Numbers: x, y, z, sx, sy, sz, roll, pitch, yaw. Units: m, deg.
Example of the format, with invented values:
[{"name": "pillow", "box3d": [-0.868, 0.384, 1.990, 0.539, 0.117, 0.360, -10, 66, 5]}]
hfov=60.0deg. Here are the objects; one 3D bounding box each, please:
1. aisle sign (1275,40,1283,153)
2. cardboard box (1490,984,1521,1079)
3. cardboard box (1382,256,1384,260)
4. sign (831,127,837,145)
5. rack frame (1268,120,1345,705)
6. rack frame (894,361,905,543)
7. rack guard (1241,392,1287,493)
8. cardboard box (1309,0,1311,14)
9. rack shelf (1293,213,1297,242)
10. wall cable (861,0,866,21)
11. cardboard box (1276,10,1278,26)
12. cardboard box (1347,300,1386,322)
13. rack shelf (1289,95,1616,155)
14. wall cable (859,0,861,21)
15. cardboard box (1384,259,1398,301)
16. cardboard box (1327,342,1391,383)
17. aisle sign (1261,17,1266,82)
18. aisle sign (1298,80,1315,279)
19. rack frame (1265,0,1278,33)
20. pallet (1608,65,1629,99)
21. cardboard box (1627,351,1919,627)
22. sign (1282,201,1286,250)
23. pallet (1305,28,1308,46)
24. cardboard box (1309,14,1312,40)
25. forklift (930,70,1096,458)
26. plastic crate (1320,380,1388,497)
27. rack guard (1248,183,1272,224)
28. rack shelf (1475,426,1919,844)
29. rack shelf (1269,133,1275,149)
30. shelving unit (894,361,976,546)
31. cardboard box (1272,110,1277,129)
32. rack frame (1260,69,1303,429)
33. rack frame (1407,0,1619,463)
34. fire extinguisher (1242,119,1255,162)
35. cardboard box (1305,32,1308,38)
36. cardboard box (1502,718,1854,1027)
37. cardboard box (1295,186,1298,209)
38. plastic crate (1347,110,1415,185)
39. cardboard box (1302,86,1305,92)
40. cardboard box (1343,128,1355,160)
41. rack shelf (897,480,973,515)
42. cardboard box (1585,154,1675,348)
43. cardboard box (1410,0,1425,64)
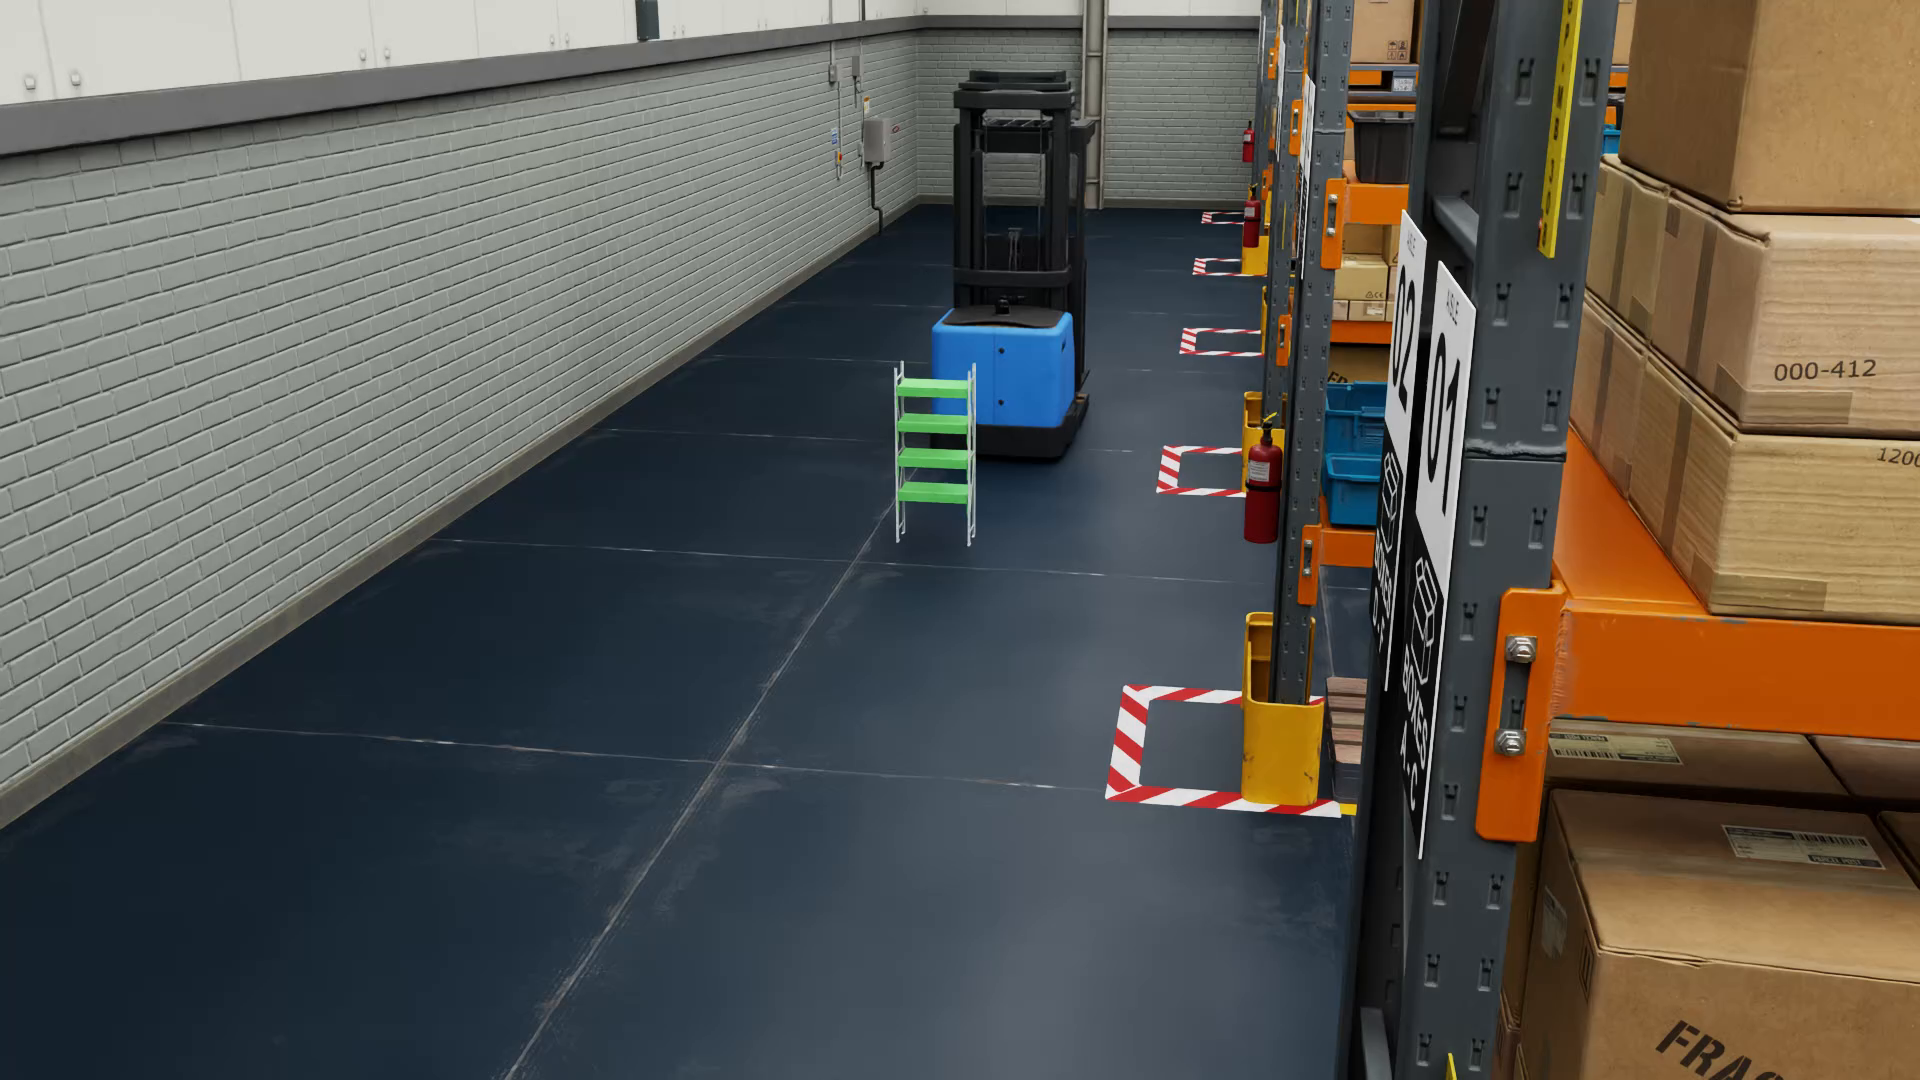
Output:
[{"name": "aisle sign", "box3d": [2.351, -3.271, 12.255, 0.004, 0.787, 0.394, 3, 19, 9]}, {"name": "cardboard box", "box3d": [1.285, 1.053, 3.272, 0.500, 0.500, 0.500, 3, 19, 10]}, {"name": "cardboard box", "box3d": [3.396, -2.044, 12.451, 0.500, 0.250, 0.500, 3, 19, 8]}, {"name": "sign", "box3d": [-1.693, -5.438, 22.402, 0.001, 0.218, 0.327, 3, 19, 9]}, {"name": "rack frame", "box3d": [1.589, -0.389, 7.738, 0.127, 3.000, 1.000, 3, 19, 9]}, {"name": "rack frame", "box3d": [-0.404, -0.590, 11.174, 0.015, 1.200, 0.240, 3, 19, 9]}, {"name": "rack guard", "box3d": [2.351, -0.756, 12.776, 0.348, 0.500, 1.175, 3, 19, 9]}, {"name": "cardboard box", "box3d": [3.636, -5.342, 16.635, 0.250, 0.149, 0.380, 3, 19, 8]}, {"name": "rack shelf", "box3d": [5.236, -3.048, 16.818, 4.000, 0.370, 1.077, 3, 19, 9]}, {"name": "wall cable", "box3d": [-1.114, -9.212, 24.595, 0.133, 3.039, 2.988, 3, 19, 9]}, {"name": "cardboard box", "box3d": [5.212, -8.156, 25.991, 0.500, 0.250, 0.500, 3, 19, 8]}, {"name": "cardboard box", "box3d": [2.926, -1.688, 12.016, 0.250, 0.149, 0.380, 3, 19, 8]}, {"name": "rack shelf", "box3d": [4.349, -2.921, 11.713, 4.000, 0.370, 1.077, 3, 19, 9]}, {"name": "wall cable", "box3d": [-1.593, -8.324, 21.998, 0.029, 3.000, 2.355, 3, 19, 9]}, {"name": "cardboard box", "box3d": [3.320, -1.878, 11.955, 0.500, 0.250, 0.500, 3, 19, 8]}, {"name": "cardboard box", "box3d": [3.019, -1.125, 12.625, 0.875, 0.875, 0.875, 3, 19, 9]}, {"name": "aisle sign", "box3d": [3.829, -6.191, 20.981, 0.004, 0.787, 0.394, 3, 19, 9]}, {"name": "aisle sign", "box3d": [1.471, -1.532, 7.058, 0.004, 0.787, 0.394, 3, 19, 9]}, {"name": "rack frame", "box3d": [3.946, -7.890, 20.703, 0.127, 3.000, 1.000, 3, 19, 9]}, {"name": "pallet", "box3d": [4.317, -3.226, 11.631, 1.213, 0.211, 1.003, 3, 19, 9]}, {"name": "cardboard box", "box3d": [1.266, -0.083, 2.333, 0.500, 0.250, 0.500, 3, 19, 9]}, {"name": "sign", "box3d": [2.280, -2.215, 11.707, 0.005, 0.325, 0.100, 3, 19, 9]}, {"name": "pallet", "box3d": [4.680, -6.392, 21.091, 1.213, 0.211, 1.003, 3, 19, 9]}, {"name": "cardboard box", "box3d": [3.663, -4.974, 16.162, 0.500, 0.250, 0.500, 3, 19, 10]}, {"name": "forklift", "box3d": [0.533, -2.463, 14.044, 1.130, 2.935, 3.031, 3, 19, 10]}, {"name": "plastic crate", "box3d": [1.949, -0.476, 7.847, 0.499, 0.435, 0.616, 3, 19, 9]}, {"name": "rack guard", "box3d": [4.805, -5.411, 26.688, 0.348, 0.500, 1.175, 3, 19, 9]}, {"name": "rack shelf", "box3d": [2.774, 0.182, 2.438, 4.000, 0.370, 1.077, 3, 19, 9]}, {"name": "rack shelf", "box3d": [6.705, -6.159, 26.116, 4.000, 0.370, 1.077, 3, 19, 9]}, {"name": "shelving unit", "box3d": [-0.163, -0.577, 11.138, 0.503, 1.200, 0.258, 3, 19, 9]}, {"name": "cardboard box", "box3d": [5.135, -6.563, 25.959, 0.500, 0.250, 0.500, 3, 19, 9]}, {"name": "rack frame", "box3d": [2.374, -1.941, 12.376, 0.127, 3.000, 1.000, 3, 19, 9]}, {"name": "rack frame", "box3d": [0.799, -1.682, 2.149, 0.127, 3.000, 1.000, 3, 19, 9]}, {"name": "fire extinguisher", "box3d": [4.511, -6.250, 25.963, 0.183, 0.674, 0.296, 3, 19, 9]}, {"name": "cardboard box", "box3d": [5.271, -7.810, 25.586, 0.250, 0.149, 0.380, 3, 19, 10]}, {"name": "cardboard box", "box3d": [1.282, 0.577, 3.117, 0.500, 0.500, 0.500, 3, 19, 8]}, {"name": "cardboard box", "box3d": [5.319, -5.555, 26.451, 0.637, 0.503, 0.797, 2, 19, 6]}, {"name": "plastic crate", "box3d": [1.925, -1.643, 6.964, 0.590, 0.269, 0.497, 3, 19, 9]}, {"name": "cardboard box", "box3d": [4.253, -5.770, 21.065, 0.250, 0.149, 0.380, 3, 19, 10]}, {"name": "cardboard box", "box3d": [3.662, -4.046, 16.467, 0.500, 0.500, 0.500, 3, 19, 8]}, {"name": "rack shelf", "box3d": [-0.163, -0.289, 11.234, 0.480, 0.148, 0.258, 3, 19, 9]}, {"name": "cardboard box", "box3d": [1.347, -0.480, 2.731, 0.500, 0.250, 0.500, 3, 19, 9]}, {"name": "cardboard box", "box3d": [3.433, -3.582, 11.576, 0.500, 0.500, 0.700, 2, 19, 7]}]
